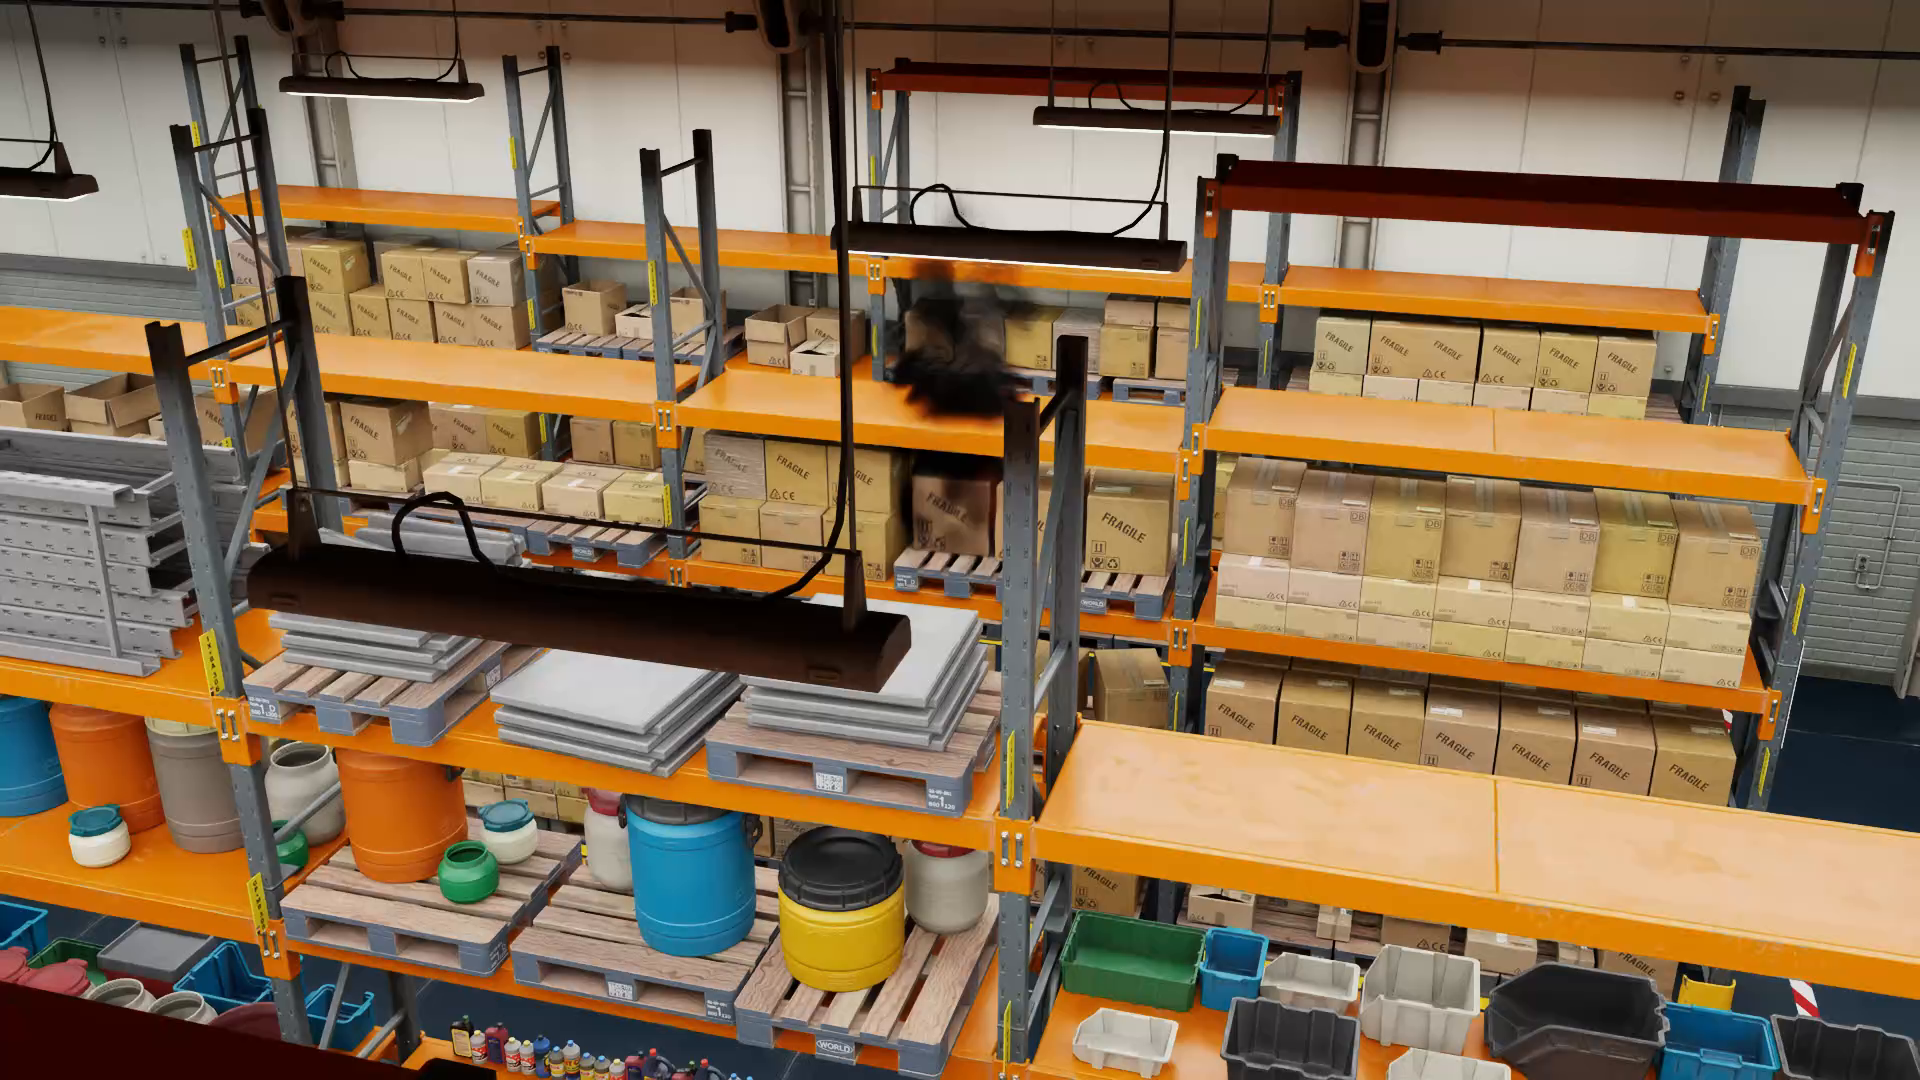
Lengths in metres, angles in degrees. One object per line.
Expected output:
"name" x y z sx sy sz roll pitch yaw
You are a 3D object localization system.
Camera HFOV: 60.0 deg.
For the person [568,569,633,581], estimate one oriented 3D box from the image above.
"person" -3.571 0.721 16.649 1.042 1.782 0.694 2 23 5
